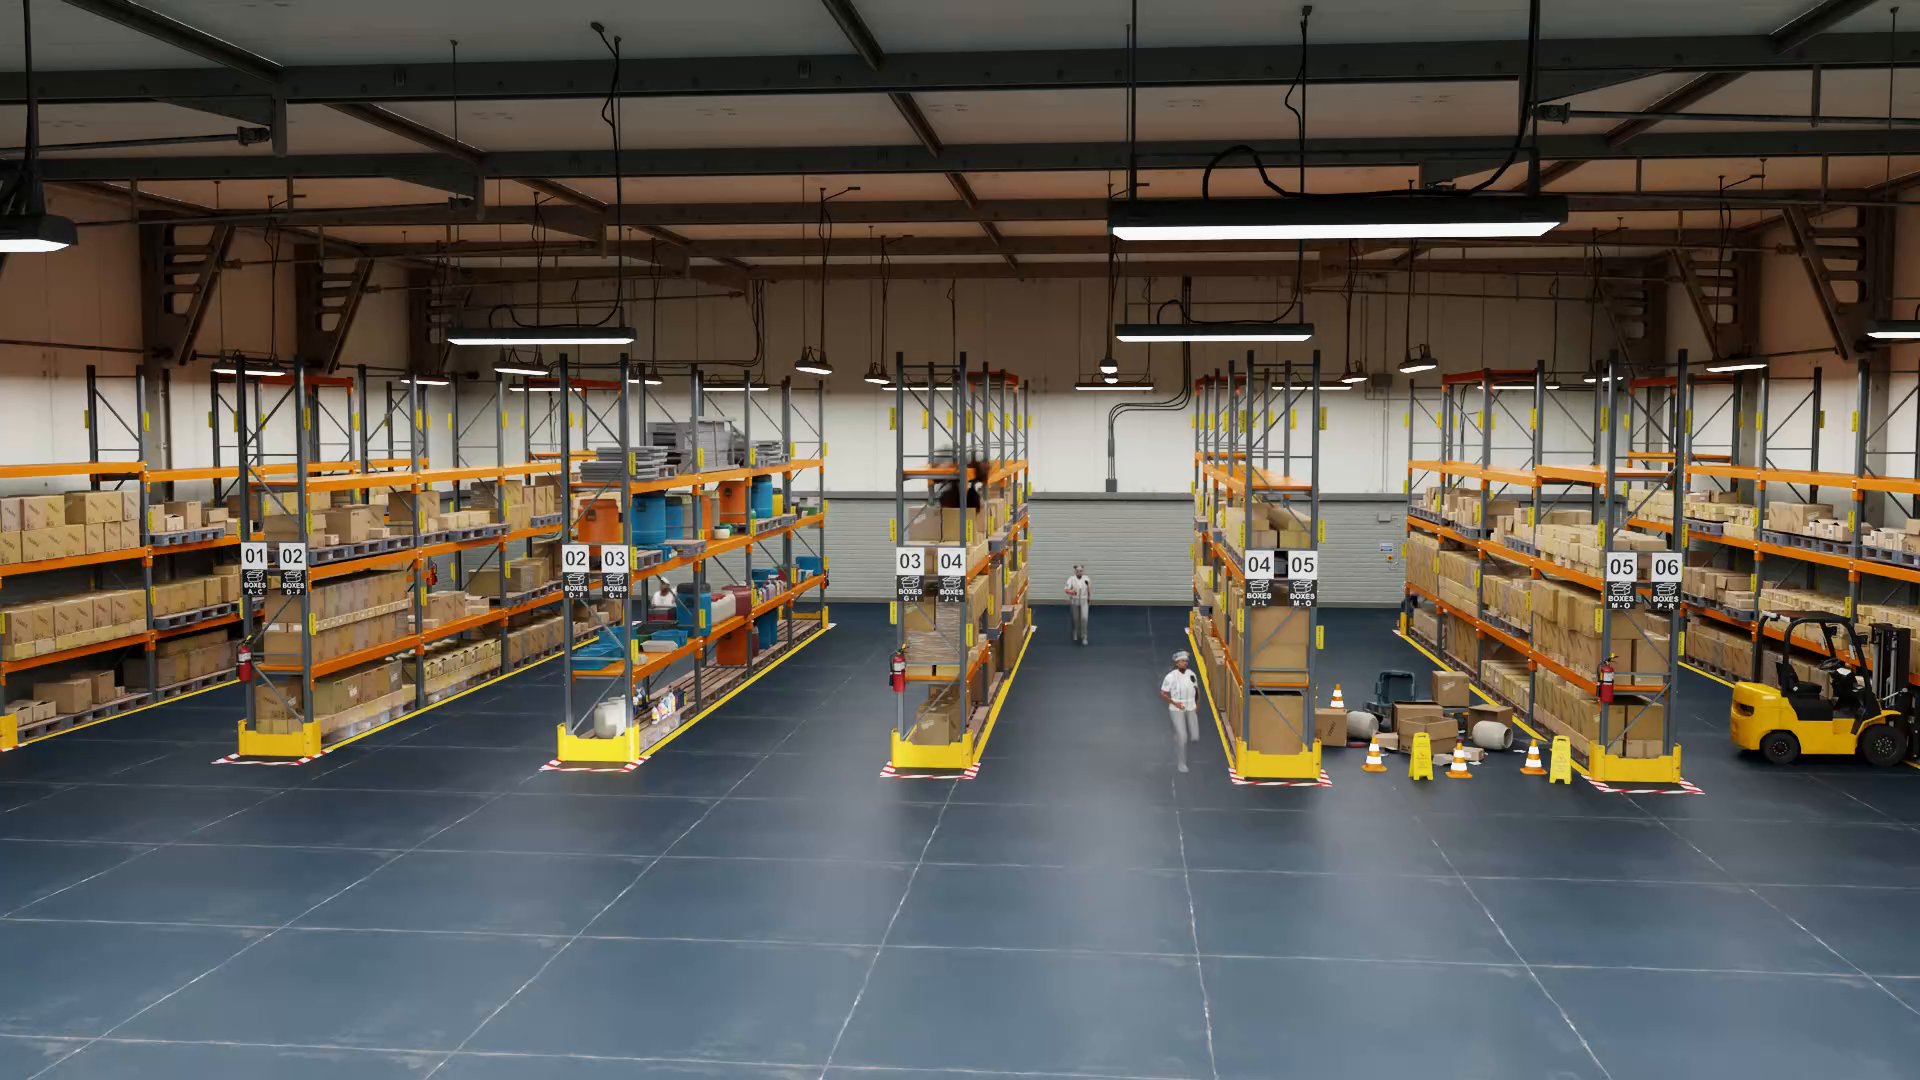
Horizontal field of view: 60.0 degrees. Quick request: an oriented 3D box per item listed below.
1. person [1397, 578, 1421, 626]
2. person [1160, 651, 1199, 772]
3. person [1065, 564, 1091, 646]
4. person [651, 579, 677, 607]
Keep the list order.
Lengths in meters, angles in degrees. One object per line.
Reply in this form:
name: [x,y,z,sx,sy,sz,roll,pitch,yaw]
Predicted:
person: [10.947,1.329,40.366,0.742,1.597,0.593,2,5,30]
person: [3.069,2.355,23.025,0.611,1.664,0.536,-2,4,-22]
person: [2.674,1.443,37.639,0.607,1.814,0.909,0,4,0]
person: [-6.098,1.679,34.615,0.684,1.768,0.760,1,4,10]
